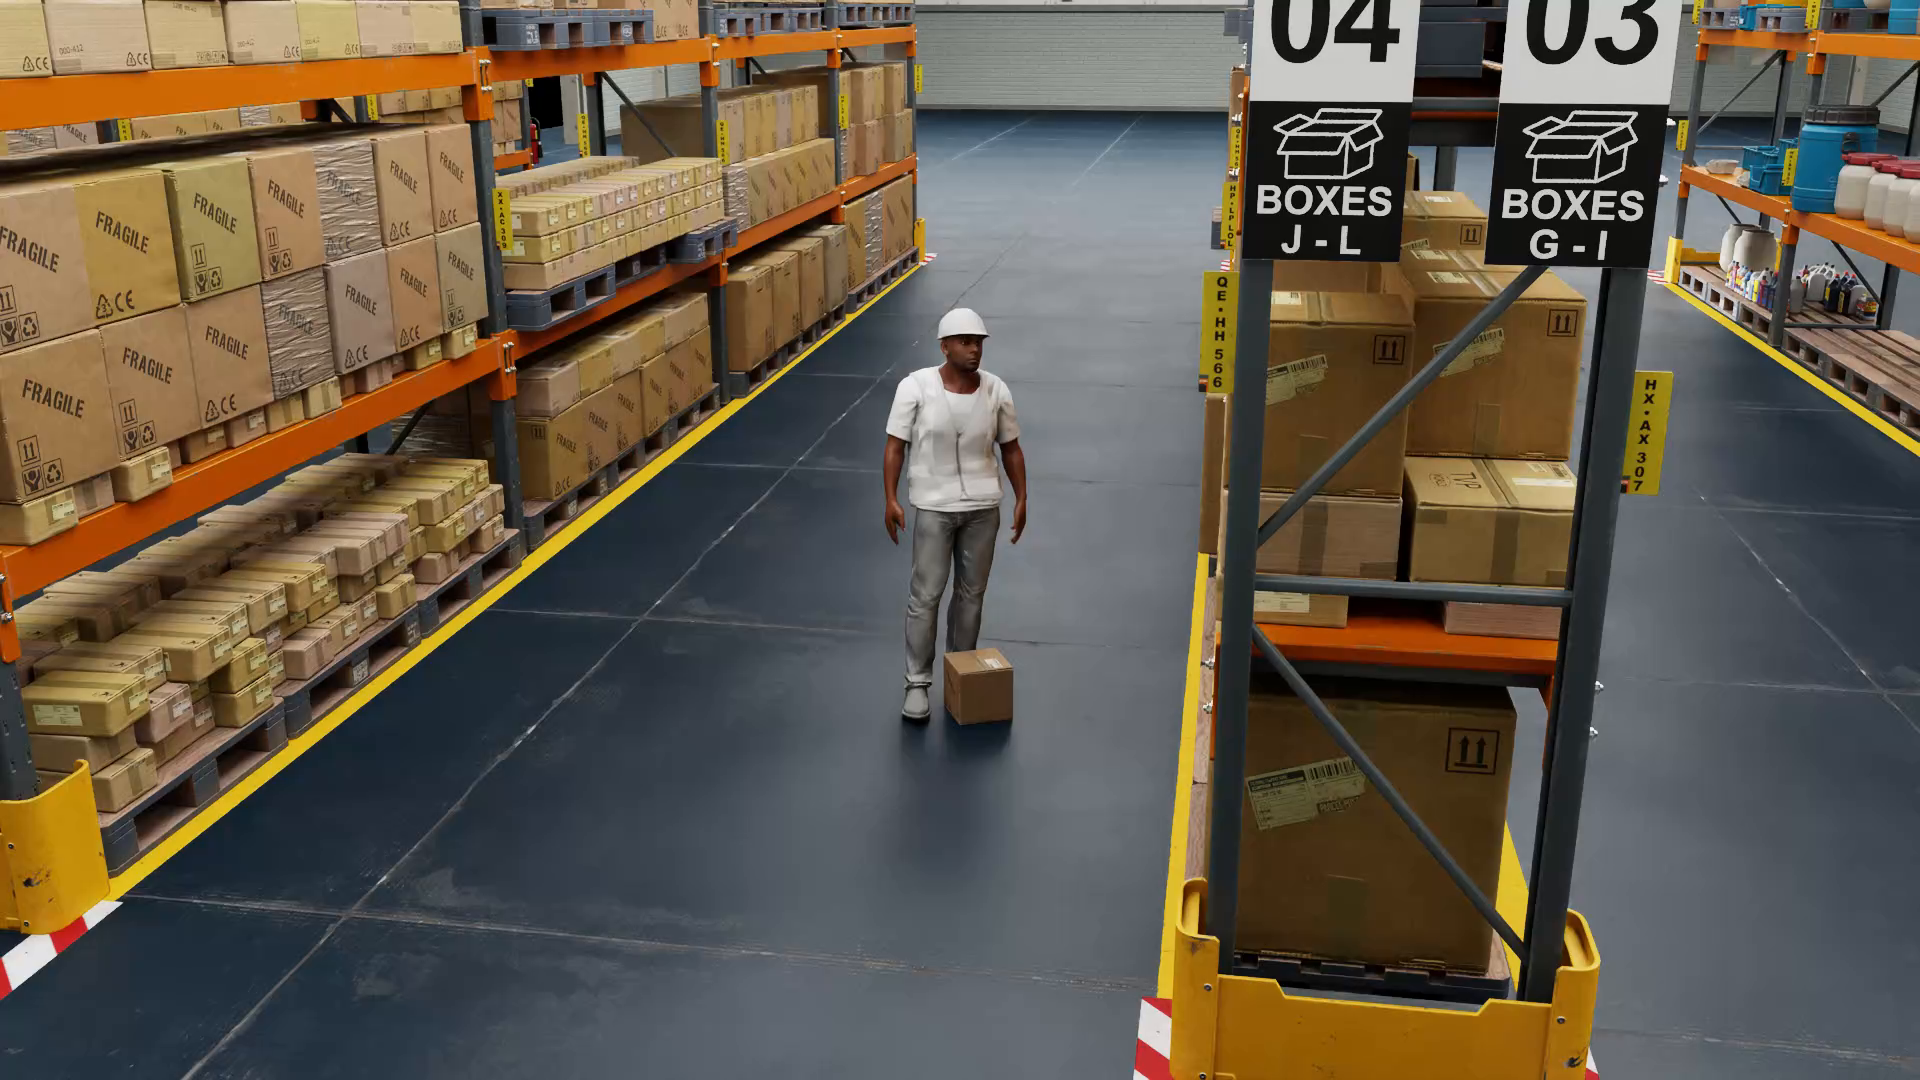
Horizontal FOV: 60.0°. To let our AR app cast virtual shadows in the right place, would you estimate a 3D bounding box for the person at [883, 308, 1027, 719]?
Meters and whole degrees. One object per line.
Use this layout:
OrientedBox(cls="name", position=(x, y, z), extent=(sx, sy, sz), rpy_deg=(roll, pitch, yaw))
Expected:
OrientedBox(cls="person", position=(0.000, -0.131, 7.392), extent=(0.665, 1.768, 0.575), rpy_deg=(-5, 18, -15))
